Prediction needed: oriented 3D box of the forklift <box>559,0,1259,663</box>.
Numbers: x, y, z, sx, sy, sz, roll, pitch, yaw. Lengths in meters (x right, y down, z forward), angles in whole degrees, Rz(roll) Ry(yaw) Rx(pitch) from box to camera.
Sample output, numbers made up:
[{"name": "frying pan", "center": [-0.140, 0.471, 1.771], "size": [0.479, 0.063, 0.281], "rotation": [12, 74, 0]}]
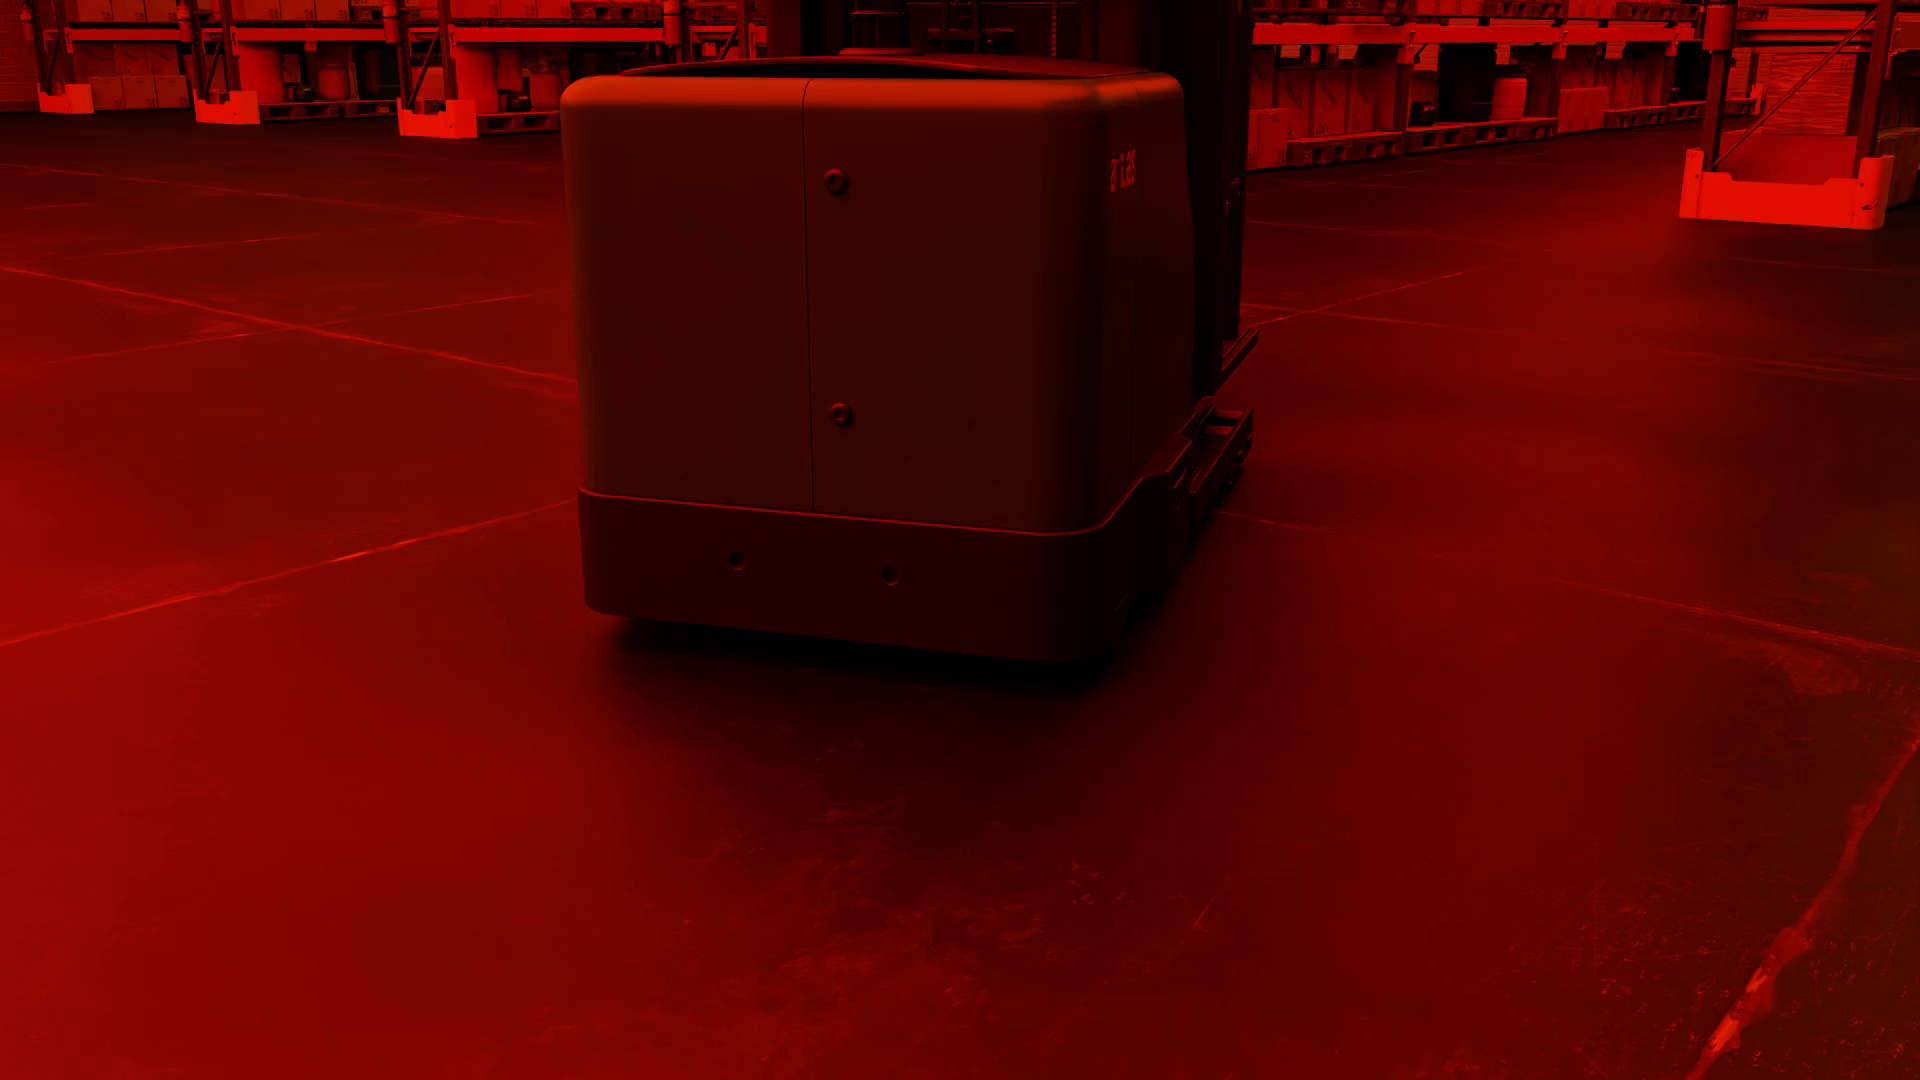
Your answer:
[{"name": "forklift", "center": [0.182, -1.571, 4.072], "size": [1.130, 2.935, 3.031], "rotation": [5, 18, 17]}]
